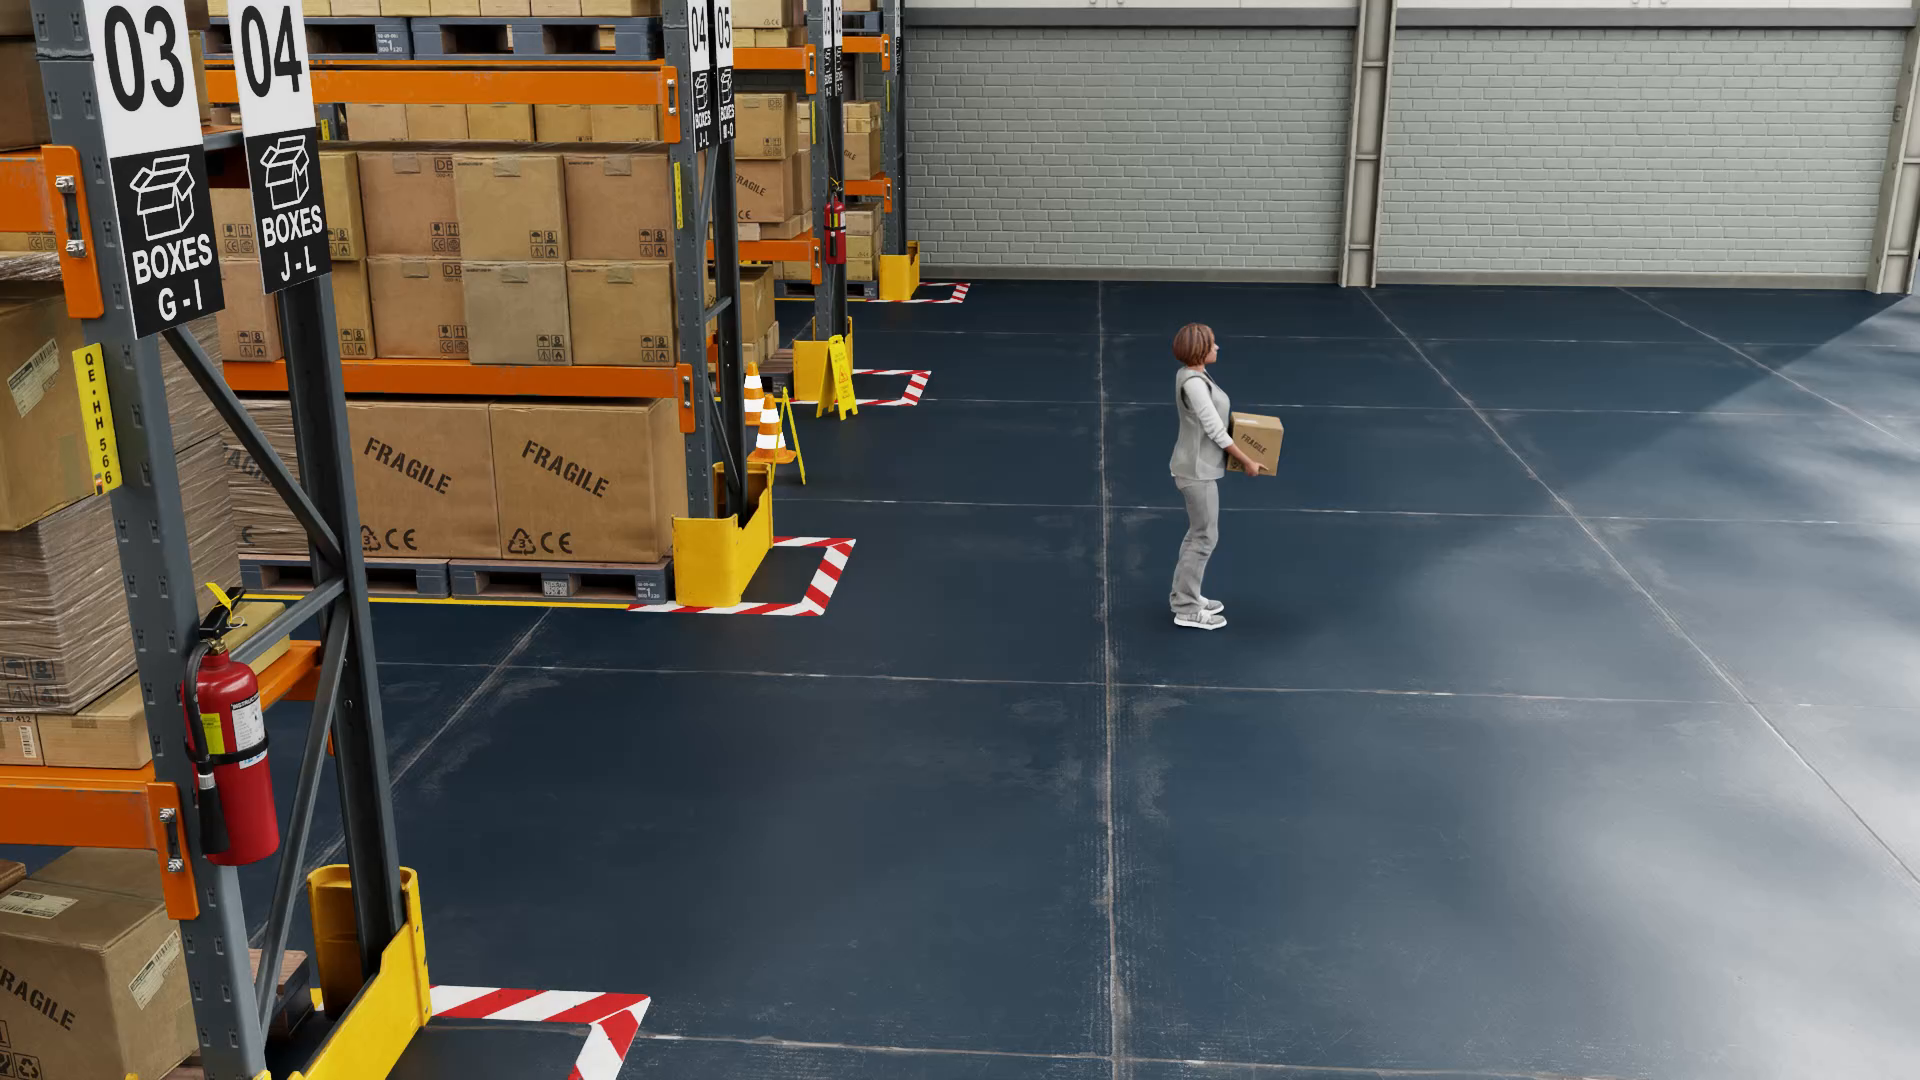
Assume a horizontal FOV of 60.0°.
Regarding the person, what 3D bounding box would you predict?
[{"bbox_3d":[1.327,-0.334,8.619,0.500,1.588,0.406,1,18,4],"label":"person"}]
